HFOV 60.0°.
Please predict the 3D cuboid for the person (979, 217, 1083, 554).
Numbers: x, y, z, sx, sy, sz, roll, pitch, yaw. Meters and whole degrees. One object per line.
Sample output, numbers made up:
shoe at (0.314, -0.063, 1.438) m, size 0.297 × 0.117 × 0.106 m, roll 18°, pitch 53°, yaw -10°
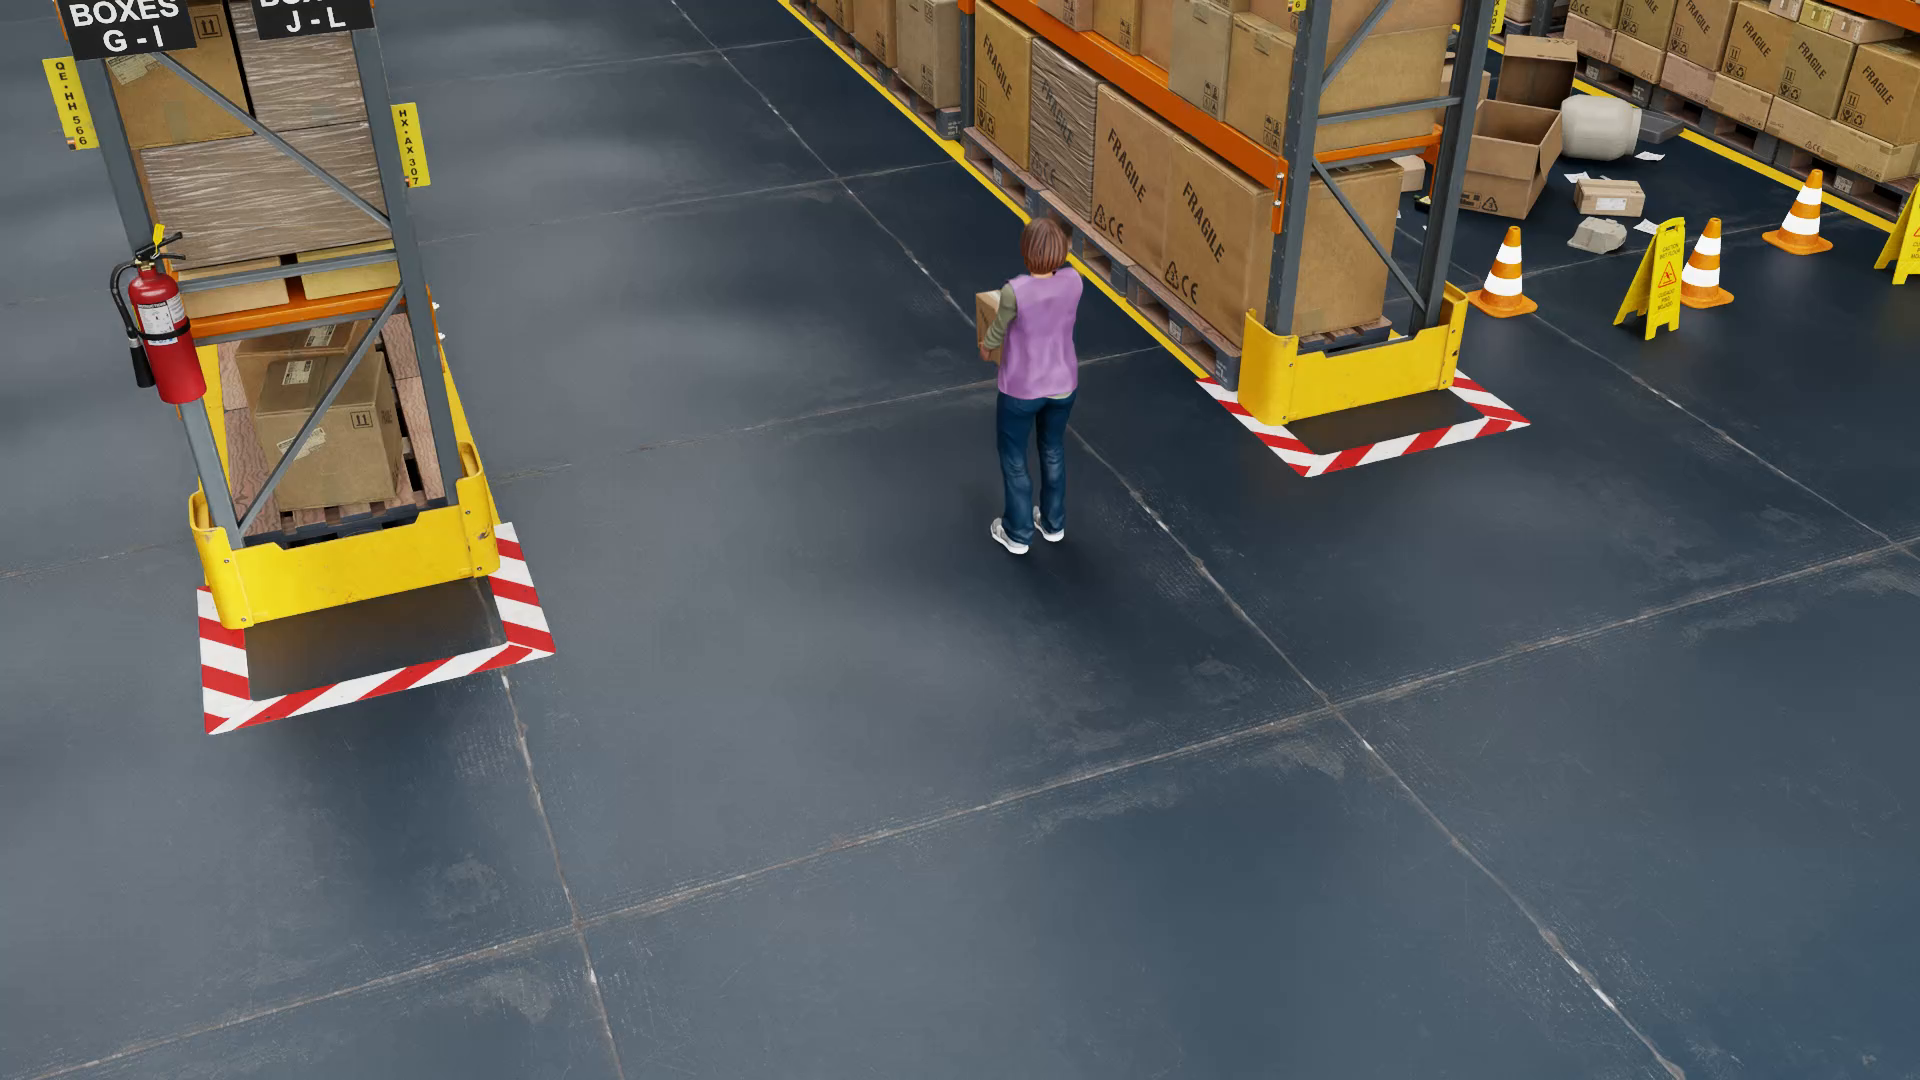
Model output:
person at (0.297, -0.698, 7.193) m, size 0.405 × 1.590 × 0.497 m, roll -13°, pitch 36°, yaw -18°
